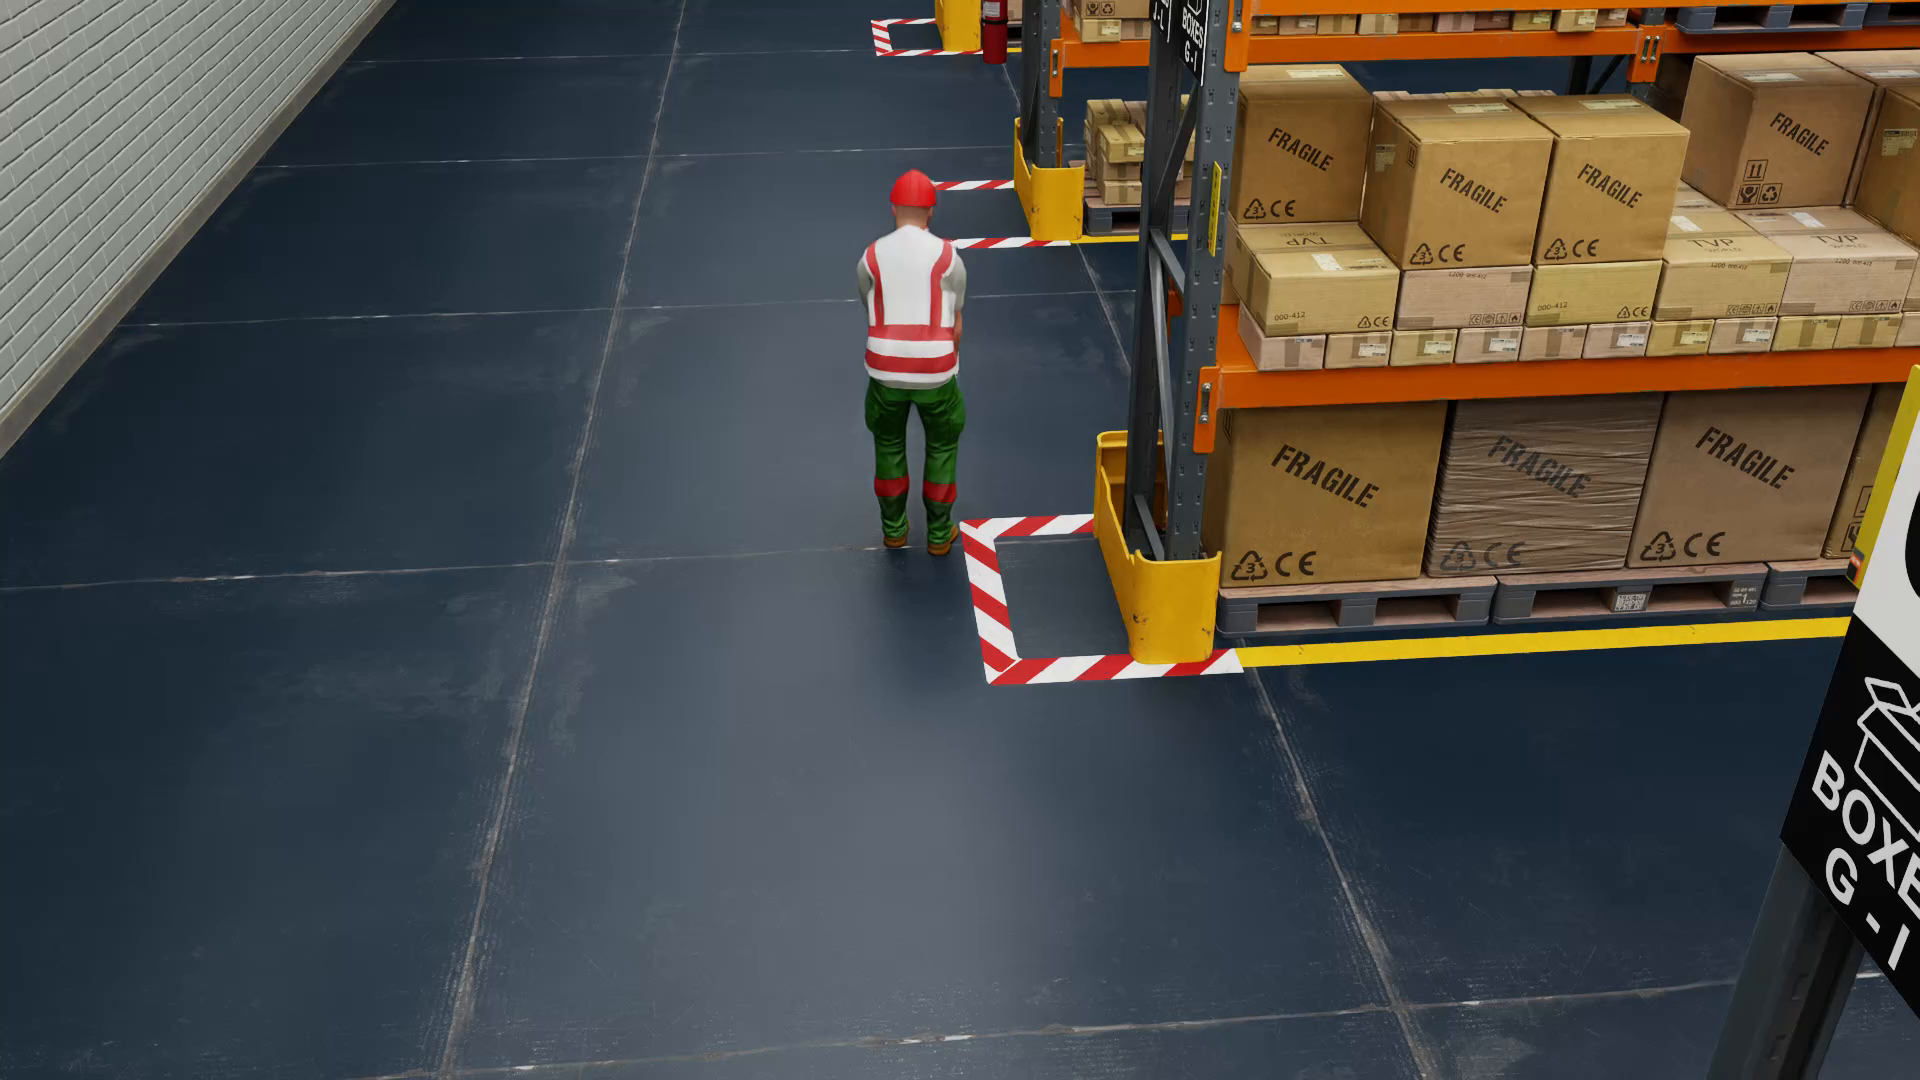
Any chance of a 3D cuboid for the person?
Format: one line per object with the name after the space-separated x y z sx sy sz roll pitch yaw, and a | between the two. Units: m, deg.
-0.213 -0.781 7.479 0.482 1.724 0.607 3 31 4 | person
